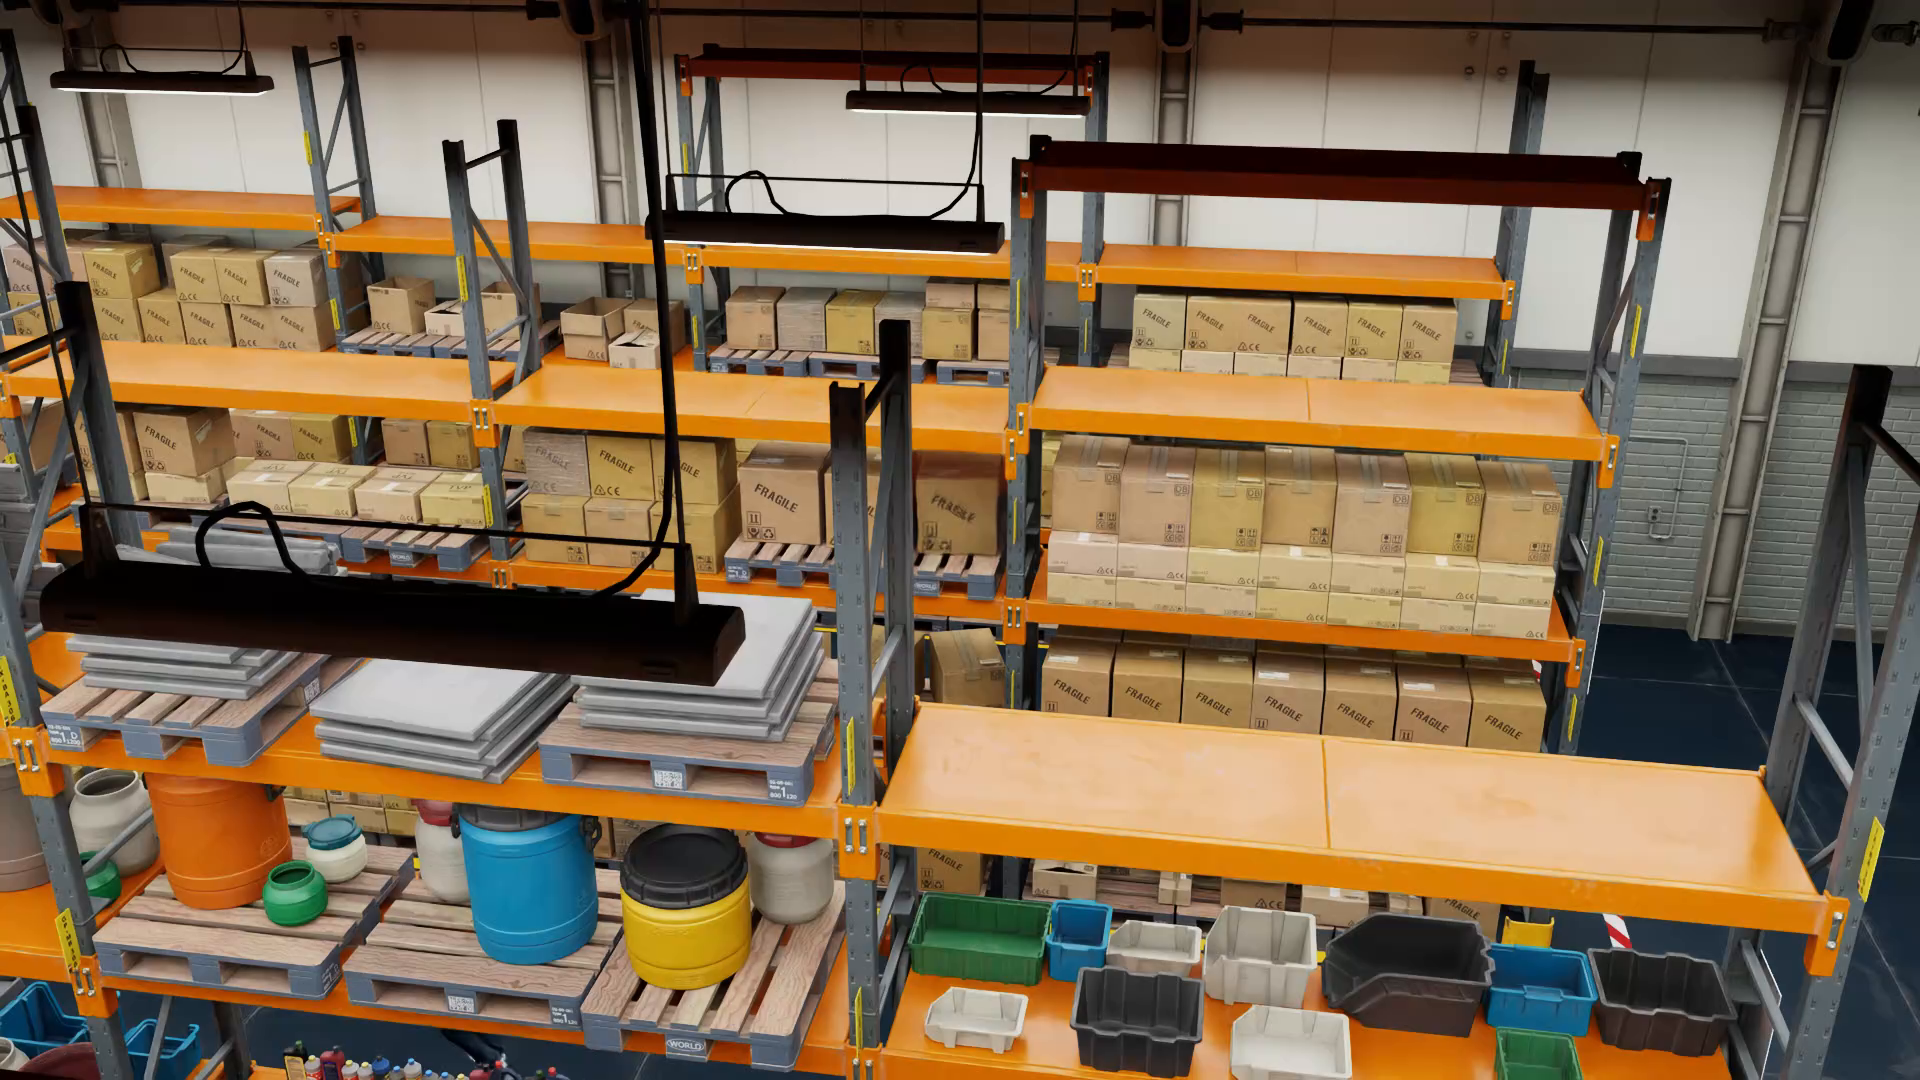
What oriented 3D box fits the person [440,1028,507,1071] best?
[{"bbox_3d":[-3.235,2.951,11.054,0.492,1.524,0.467,9,25,19],"label":"person"}]
